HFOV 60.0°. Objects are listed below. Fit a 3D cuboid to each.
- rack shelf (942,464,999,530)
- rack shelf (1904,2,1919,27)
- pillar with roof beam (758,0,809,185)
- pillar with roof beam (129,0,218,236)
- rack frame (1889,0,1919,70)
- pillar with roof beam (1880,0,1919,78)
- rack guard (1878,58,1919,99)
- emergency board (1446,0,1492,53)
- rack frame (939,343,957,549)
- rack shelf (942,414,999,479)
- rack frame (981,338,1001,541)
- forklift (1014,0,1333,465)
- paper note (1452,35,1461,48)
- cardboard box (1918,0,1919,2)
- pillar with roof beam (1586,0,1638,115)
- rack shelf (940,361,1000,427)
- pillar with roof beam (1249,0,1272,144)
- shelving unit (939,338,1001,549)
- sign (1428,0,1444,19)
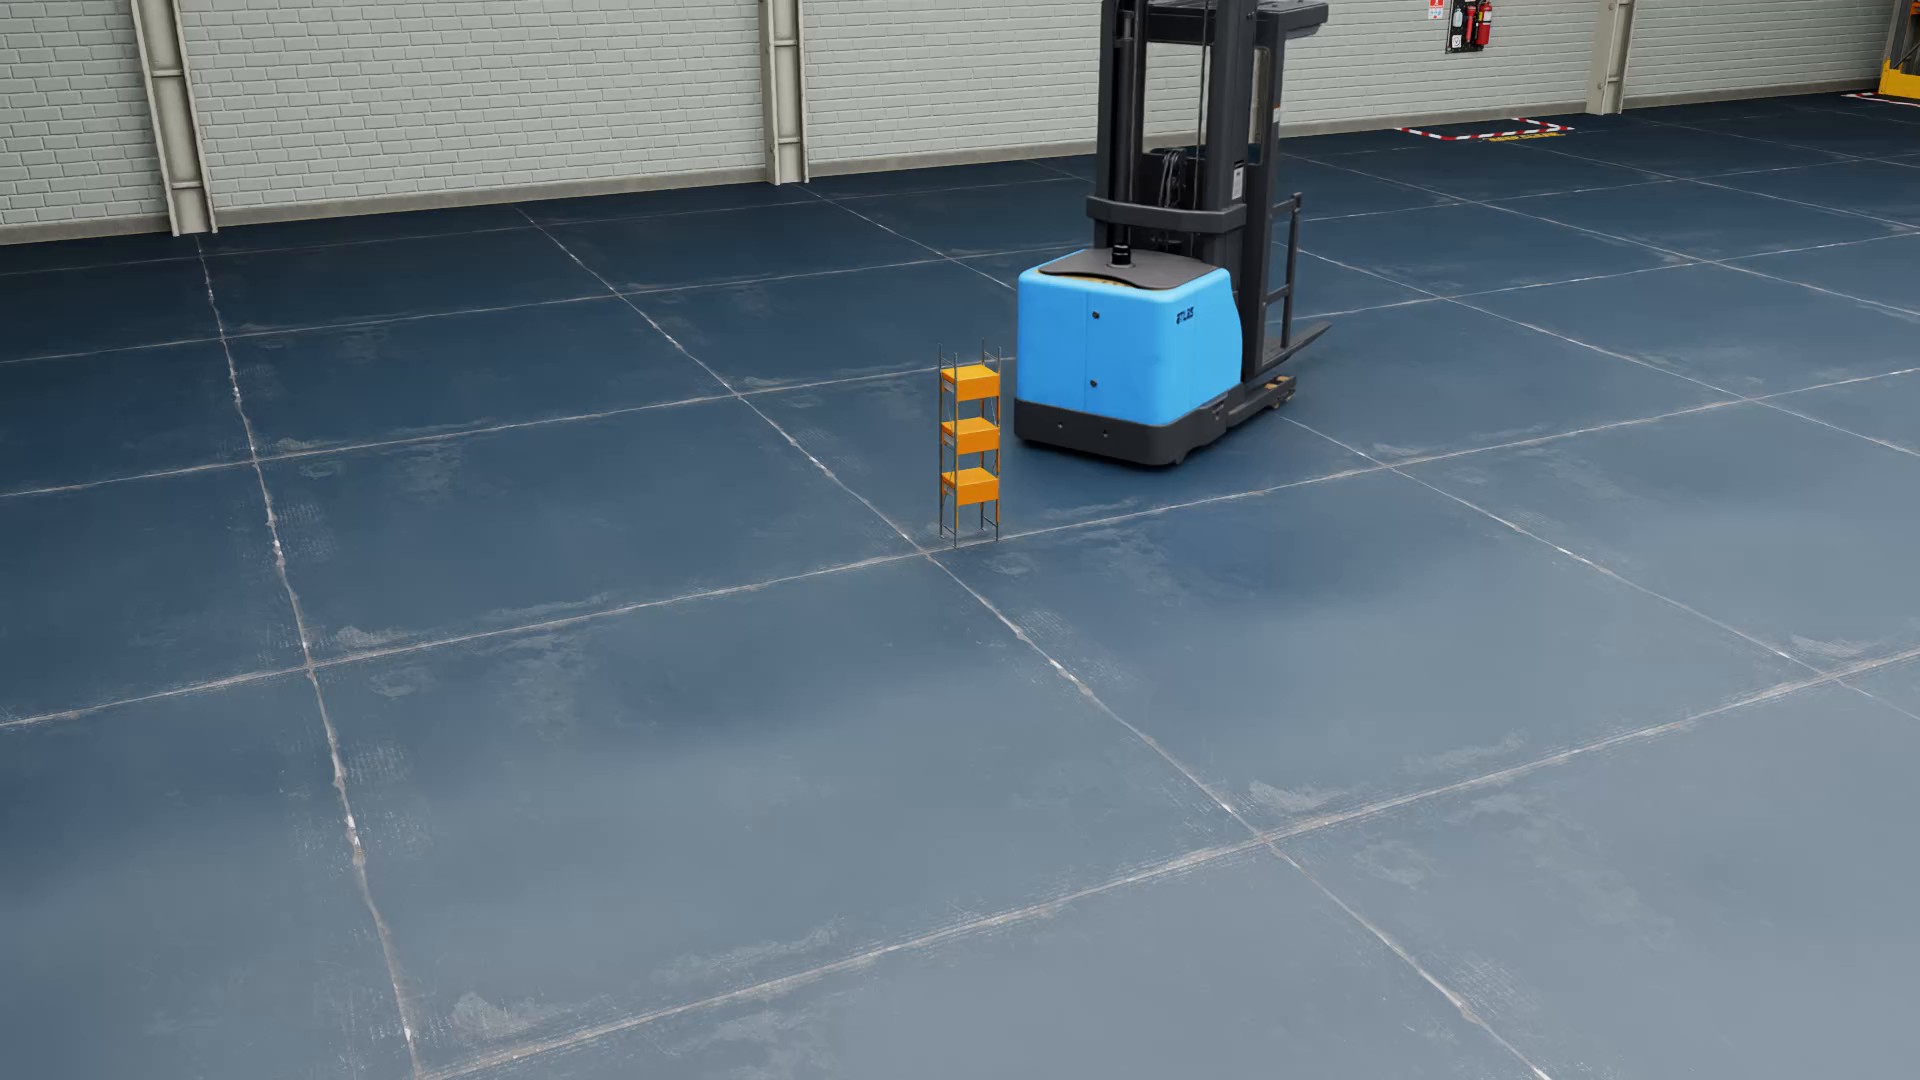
[{"bbox_3d":[0.048,-0.227,8.681,0.240,0.259,0.215,-10,25,-24],"label":"rack shelf"},{"bbox_3d":[15.871,-7.897,24.846,4.000,0.370,1.077,-10,25,-24],"label":"rack shelf"},{"bbox_3d":[-0.028,-6.614,12.963,0.400,9.000,9.100,-10,25,-24],"label":"pillar with roof beam"},{"bbox_3d":[-5.434,-5.619,10.559,0.400,9.000,9.100,-10,25,-24],"label":"pillar with roof beam"},{"bbox_3d":[14.069,-7.898,23.907,0.127,3.000,1.000,-10,25,-24],"label":"rack frame"},{"bbox_3d":[16.191,-9.600,20.176,0.400,9.000,9.100,-10,25,-24],"label":"pillar with roof beam"},{"bbox_3d":[14.137,-6.755,24.416,0.348,0.500,1.175,-10,25,-24],"label":"rack guard"},{"bbox_3d":[6.675,-6.920,21.545,0.643,1.169,0.194,-10,25,-24],"label":"emergency board"},{"bbox_3d":[-0.062,-0.474,8.522,0.008,1.050,0.200,-10,25,-24],"label":"rack frame"},{"bbox_3d":[0.048,-0.484,8.575,0.240,0.259,0.215,-10,25,-24],"label":"rack shelf"},{"bbox_3d":[0.158,-0.514,8.620,0.008,1.050,0.200,-10,25,-24],"label":"rack frame"},{"bbox_3d":[1.560,-2.296,10.463,1.130,2.935,3.031,14,26,31],"label":"forklift"},{"bbox_3d":[6.485,-6.507,21.700,0.142,0.148,0.016,-10,25,-24],"label":"paper note"},{"bbox_3d":[14.406,-7.982,24.281,0.500,0.250,0.500,-10,25,-23],"label":"cardboard box"},{"bbox_3d":[10.785,-8.605,17.772,0.400,9.000,9.100,-10,25,-24],"label":"pillar with roof beam"},{"bbox_3d":[0.048,-0.746,8.466,0.240,0.259,0.215,-10,25,-24],"label":"rack shelf"},{"bbox_3d":[5.379,-7.610,15.368,0.400,9.000,9.100,-10,25,-24],"label":"pillar with roof beam"},{"bbox_3d":[0.048,-0.494,8.571,0.252,1.050,0.215,-10,25,-24],"label":"shelving unit"},{"bbox_3d":[6.132,-6.880,21.402,0.234,0.329,0.001,-10,25,-24],"label":"sign"}]
